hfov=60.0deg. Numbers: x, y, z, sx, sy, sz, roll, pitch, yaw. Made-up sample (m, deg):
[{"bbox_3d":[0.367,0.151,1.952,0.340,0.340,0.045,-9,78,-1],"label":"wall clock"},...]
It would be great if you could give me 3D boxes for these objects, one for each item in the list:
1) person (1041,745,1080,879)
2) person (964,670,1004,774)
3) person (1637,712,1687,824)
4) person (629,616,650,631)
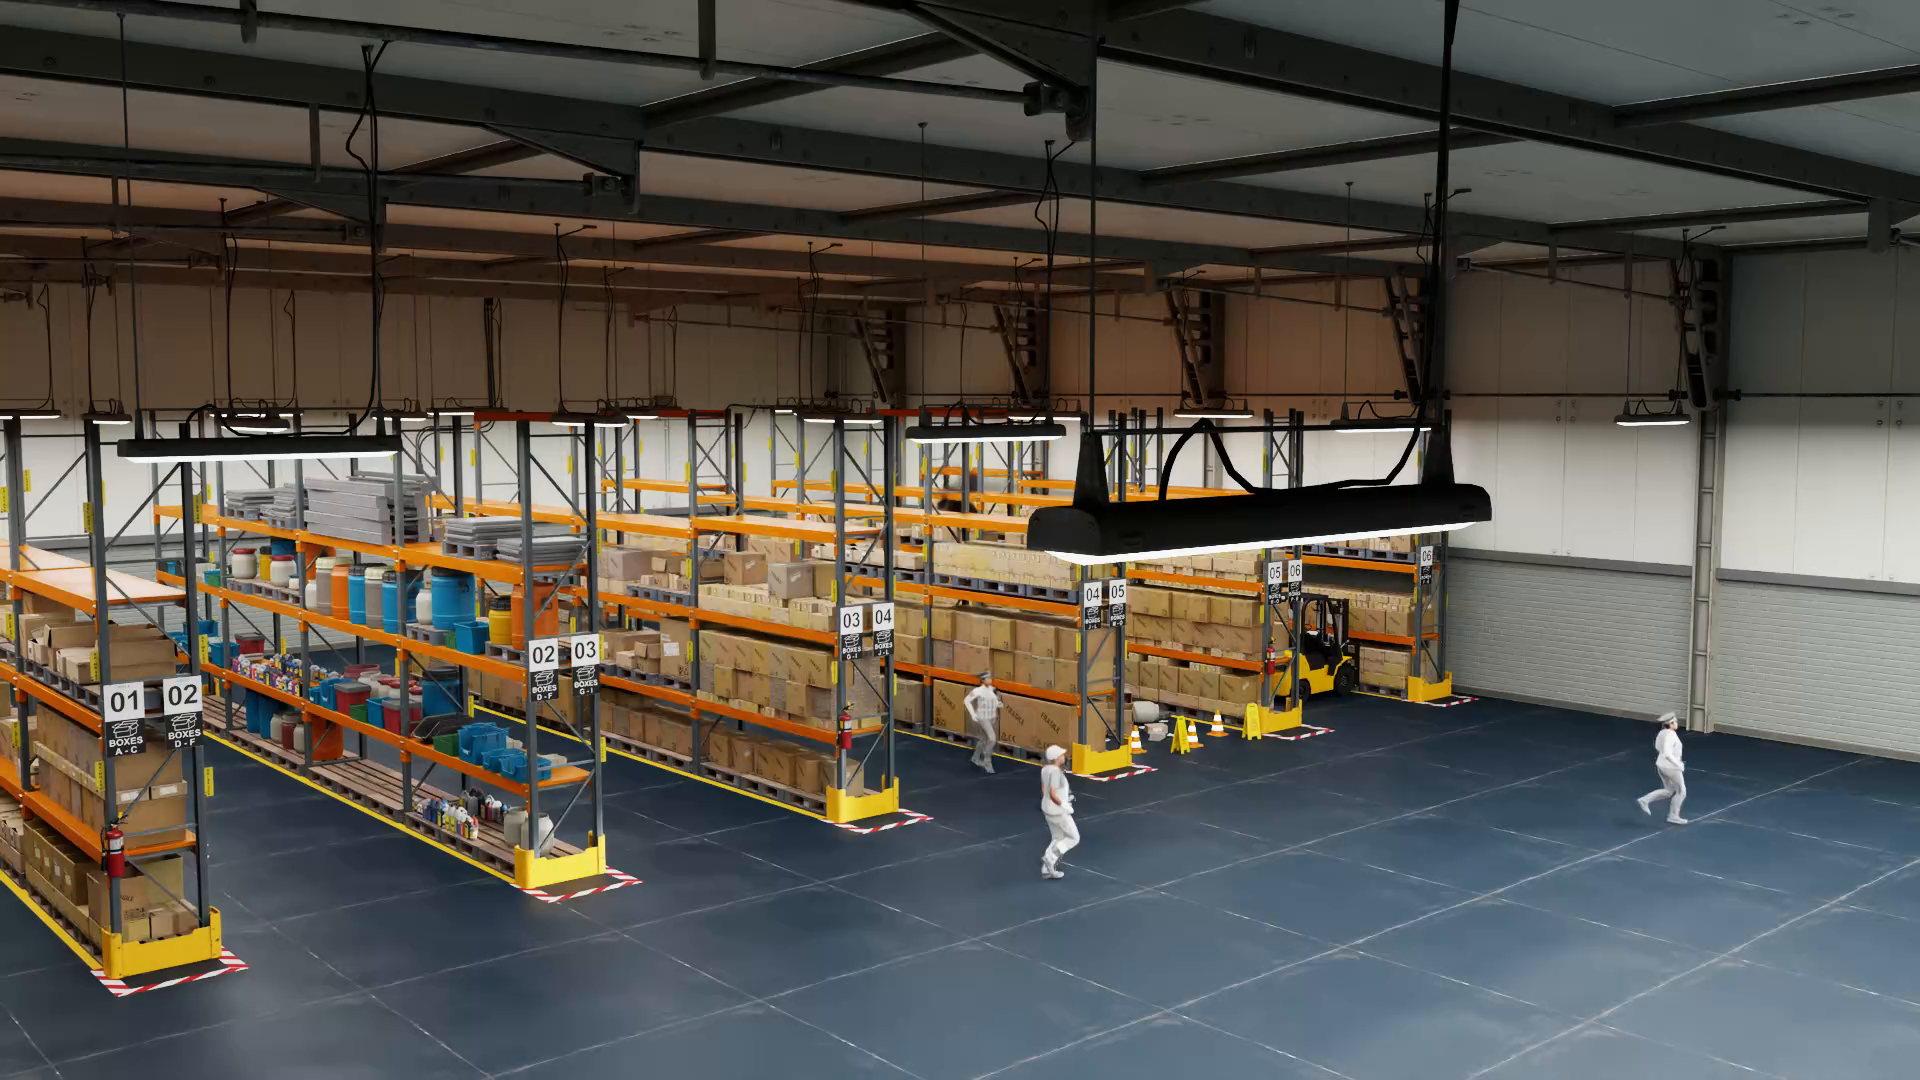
[{"bbox_3d":[1.300,3.544,21.725,0.572,1.739,0.634,-2,5,-19],"label":"person"},{"bbox_3d":[0.437,3.041,27.911,0.732,1.749,0.576,4,6,39],"label":"person"},{"bbox_3d":[10.369,3.347,24.470,0.705,1.658,0.635,0,5,3],"label":"person"},{"bbox_3d":[-7.973,1.846,41.415,0.565,1.707,0.722,1,5,11],"label":"person"}]
